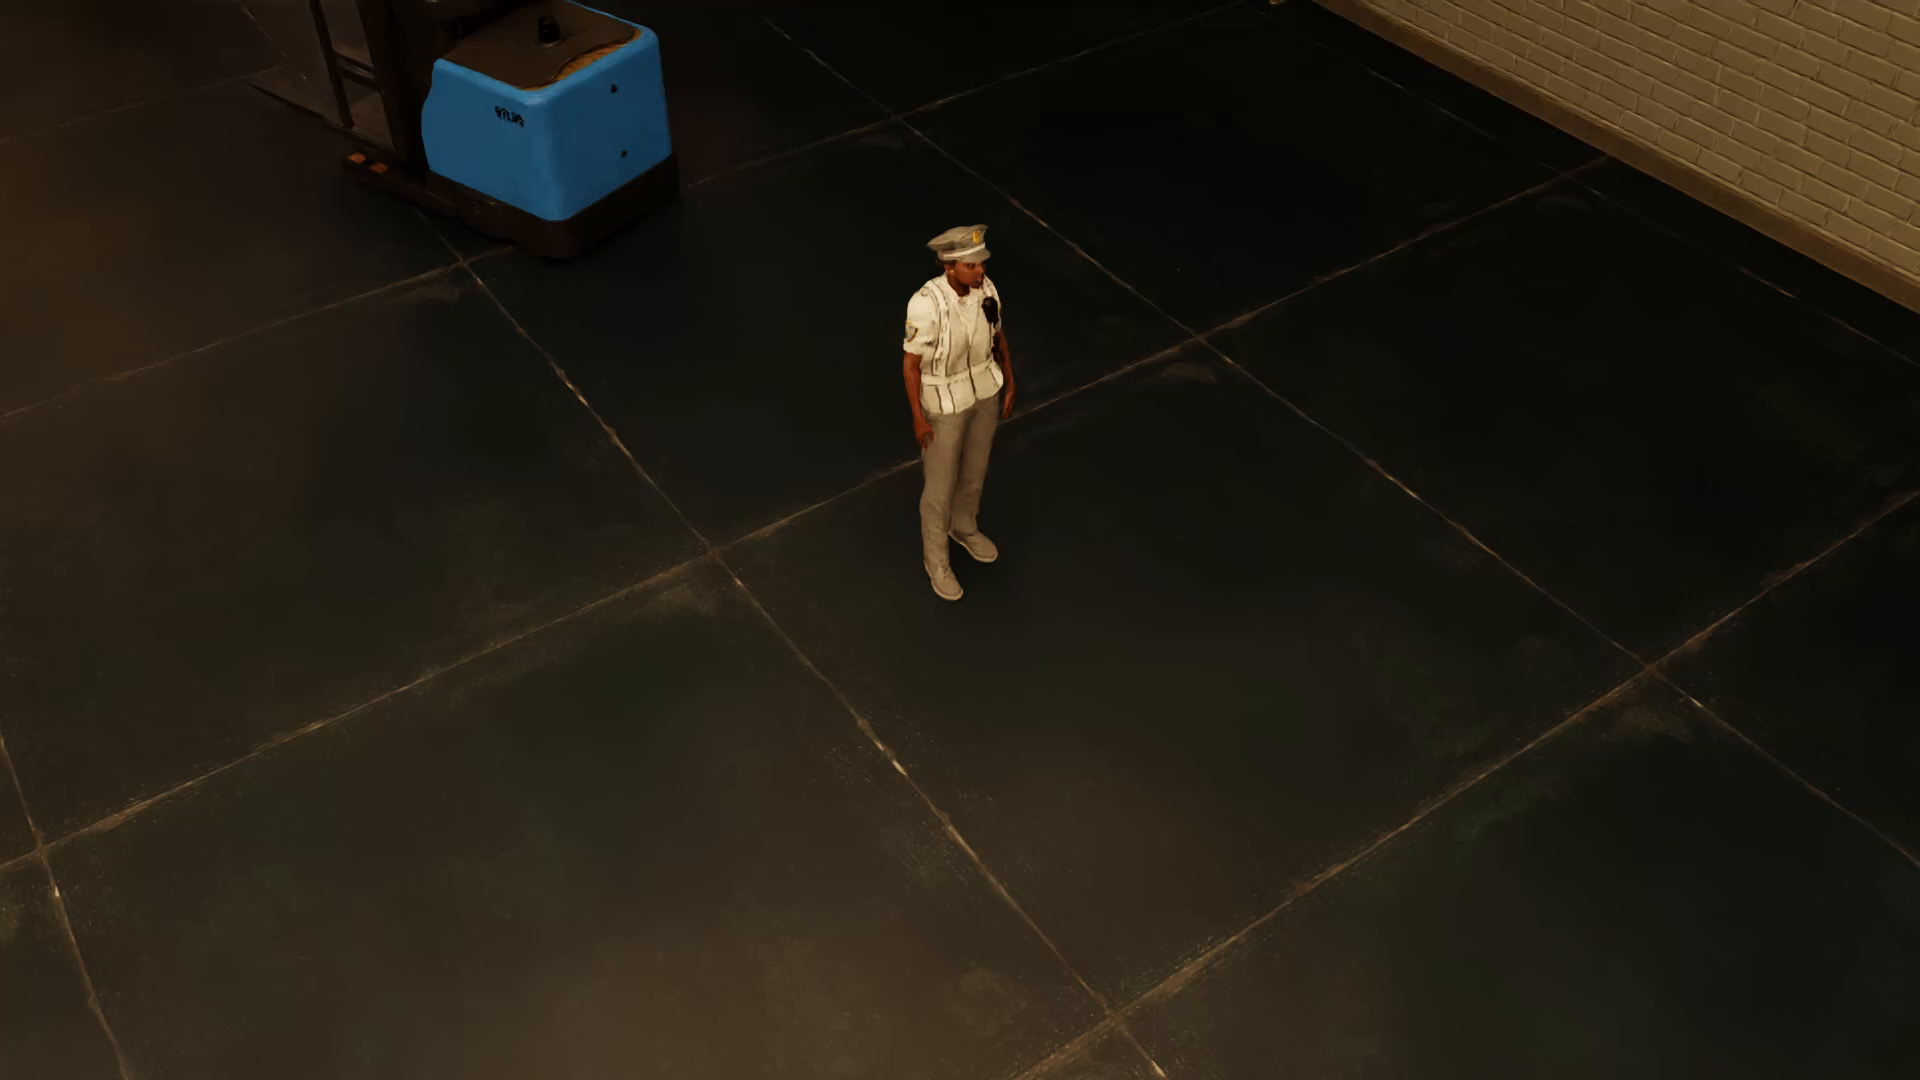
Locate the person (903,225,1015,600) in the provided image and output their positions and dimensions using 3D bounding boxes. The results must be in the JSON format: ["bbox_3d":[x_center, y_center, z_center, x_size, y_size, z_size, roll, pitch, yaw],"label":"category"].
[{"bbox_3d":[0.027,-0.579,7.246,0.570,1.693,0.529,-25,48,-25],"label":"person"}]

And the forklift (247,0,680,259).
[{"bbox_3d":[-3.197,-3.486,9.499,3.031,2.935,1.130,25,48,25],"label":"forklift"}]
